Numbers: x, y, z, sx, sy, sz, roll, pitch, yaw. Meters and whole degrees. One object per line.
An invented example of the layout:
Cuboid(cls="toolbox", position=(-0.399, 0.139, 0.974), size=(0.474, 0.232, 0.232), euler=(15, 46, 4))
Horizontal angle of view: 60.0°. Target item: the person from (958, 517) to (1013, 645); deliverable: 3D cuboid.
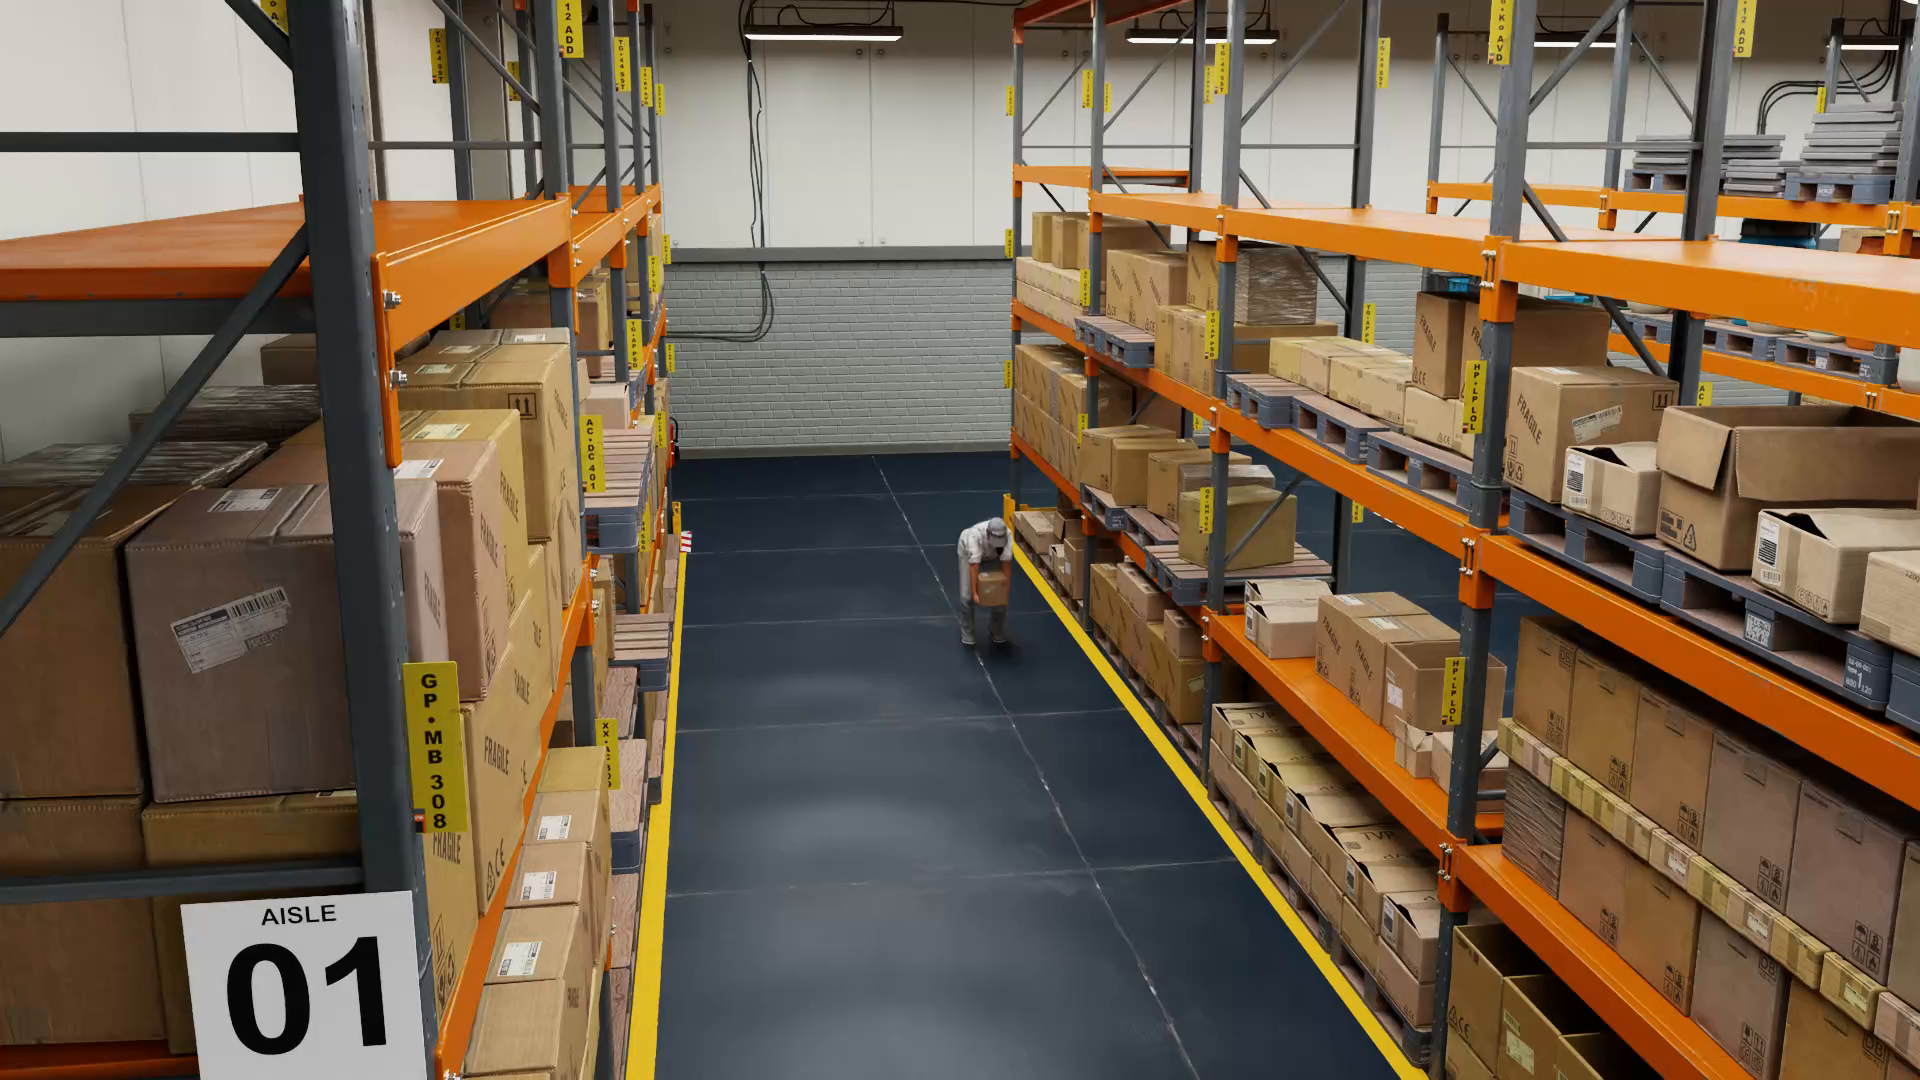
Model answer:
Cuboid(cls="person", position=(0.247, 0.357, 15.301), size=(0.470, 1.290, 0.884), euler=(-3, 14, -12))
